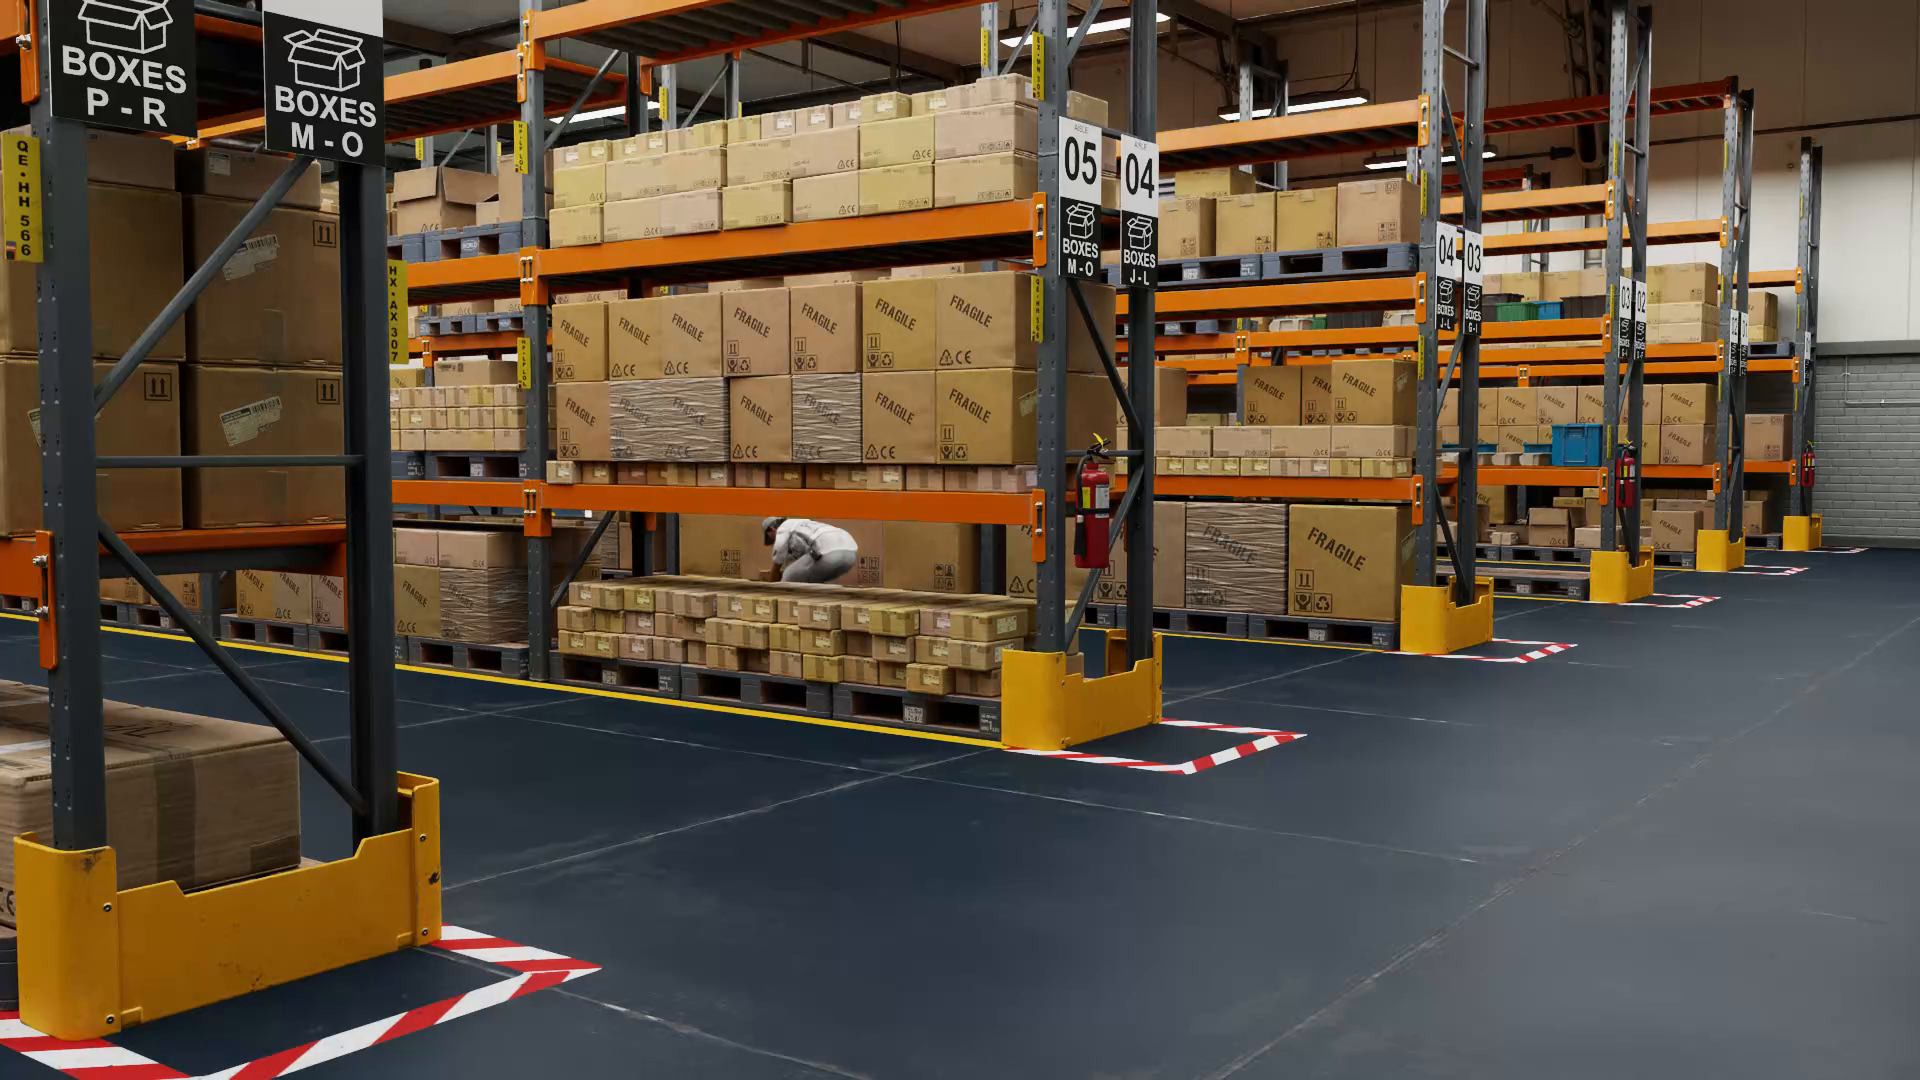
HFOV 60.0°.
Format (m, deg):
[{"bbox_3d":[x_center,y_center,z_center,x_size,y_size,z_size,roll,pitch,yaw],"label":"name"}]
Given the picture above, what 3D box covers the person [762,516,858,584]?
[{"bbox_3d":[-1.325,0.266,14.342,0.920,0.944,0.514,2,4,34],"label":"person"}]
